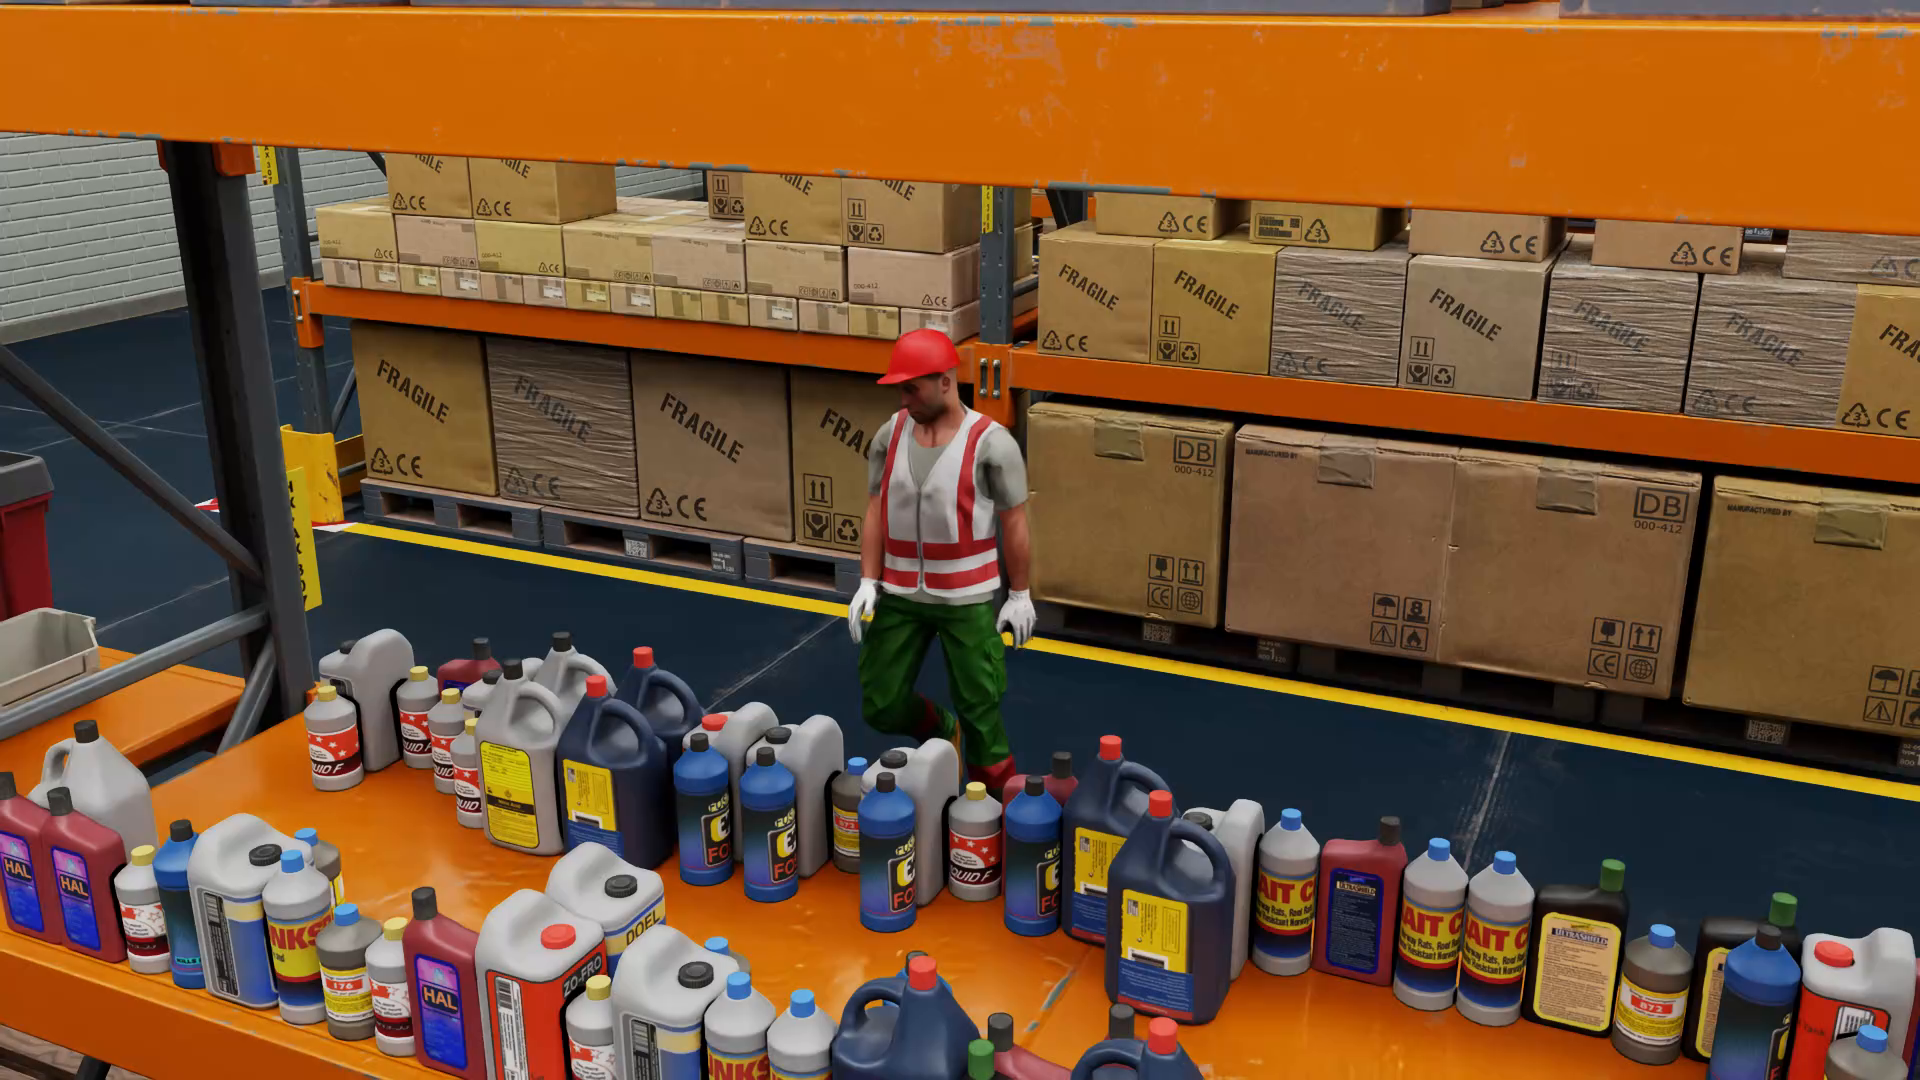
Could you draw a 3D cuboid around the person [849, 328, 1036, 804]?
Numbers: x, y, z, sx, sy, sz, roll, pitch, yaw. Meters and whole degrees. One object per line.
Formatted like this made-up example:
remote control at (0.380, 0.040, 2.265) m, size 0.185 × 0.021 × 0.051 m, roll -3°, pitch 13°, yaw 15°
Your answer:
person at (-0.037, 0.182, 5.477) m, size 0.577 × 1.764 × 0.558 m, roll 7°, pitch 20°, yaw 20°
